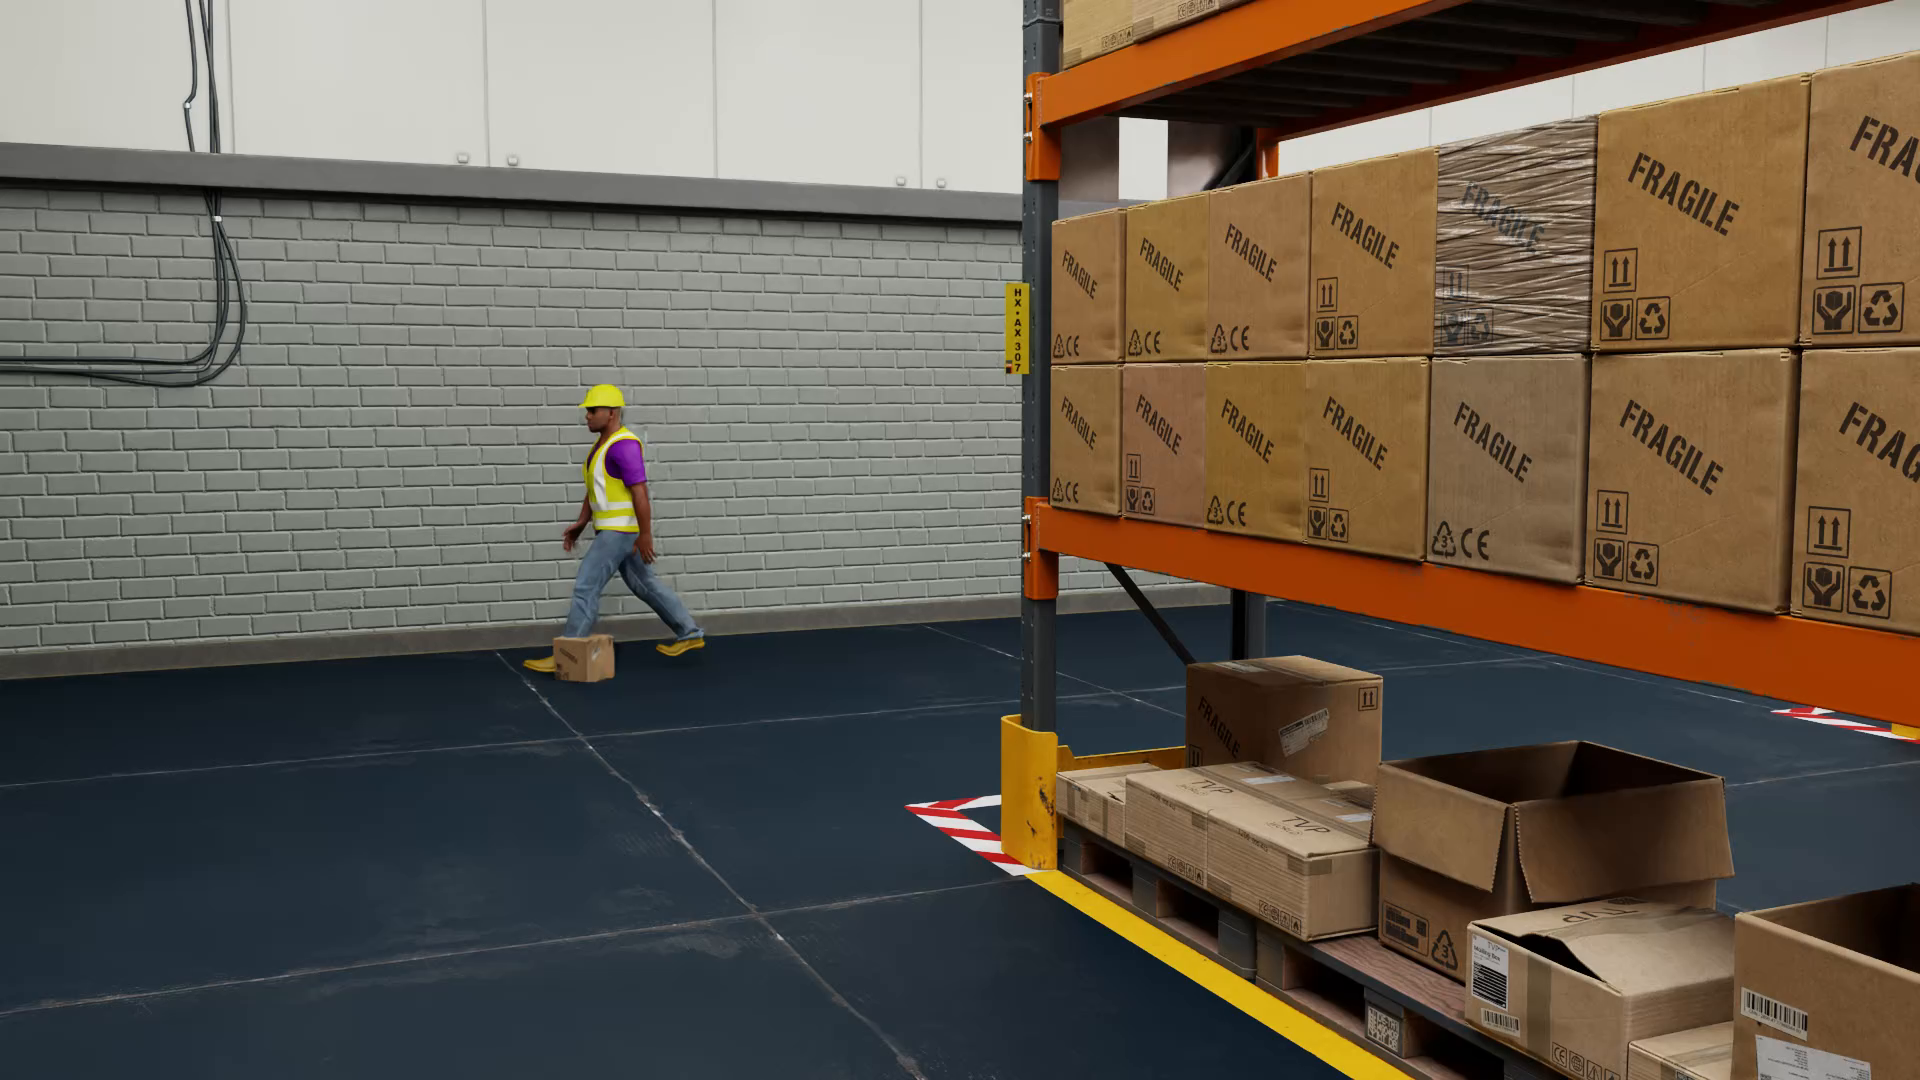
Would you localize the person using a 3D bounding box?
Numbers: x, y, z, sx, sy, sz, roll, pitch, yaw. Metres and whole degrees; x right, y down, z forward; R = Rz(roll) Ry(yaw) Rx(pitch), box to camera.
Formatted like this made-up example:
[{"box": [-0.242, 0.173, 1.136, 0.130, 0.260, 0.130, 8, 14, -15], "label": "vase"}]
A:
[{"box": [-2.073, -0.073, 9.958, 1.114, 1.709, 0.577, -2, 6, -20], "label": "person"}]
